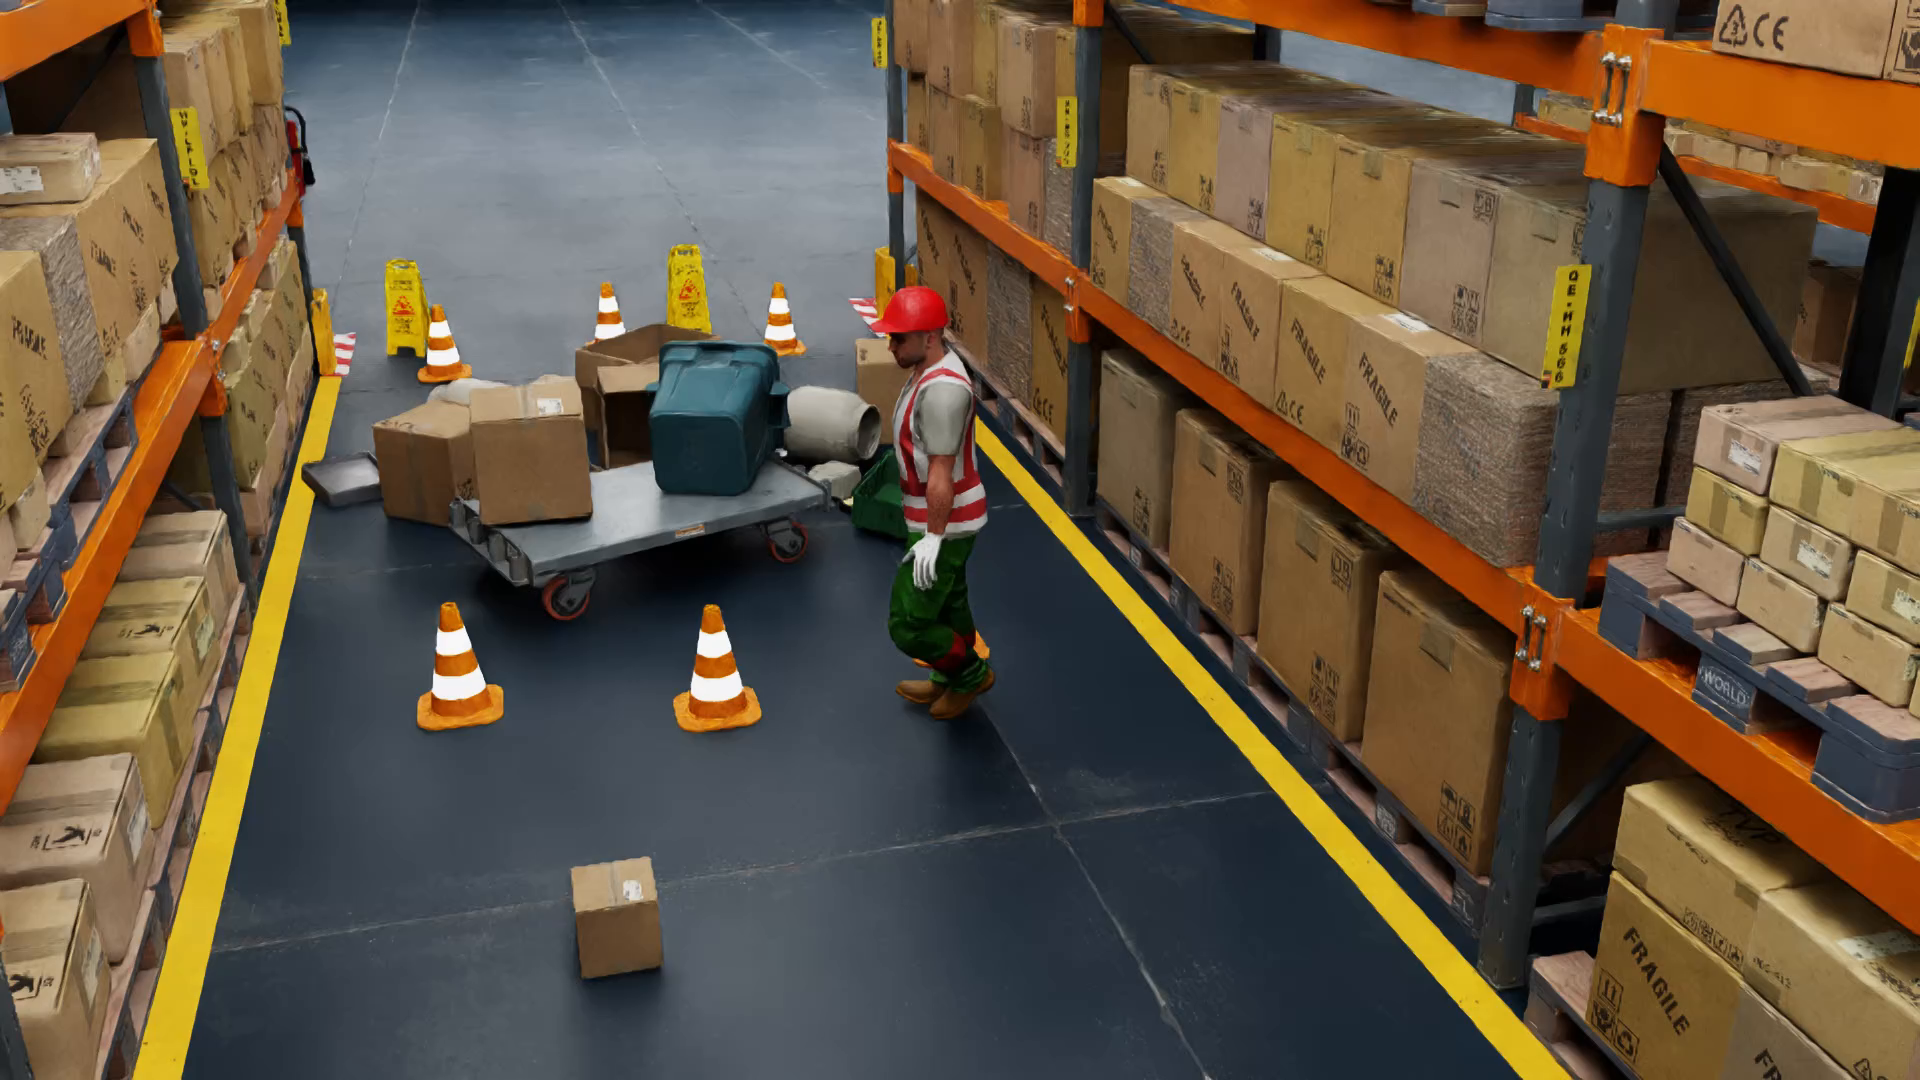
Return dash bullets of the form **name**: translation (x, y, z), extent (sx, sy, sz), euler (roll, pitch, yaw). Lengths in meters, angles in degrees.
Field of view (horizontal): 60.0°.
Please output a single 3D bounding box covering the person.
- **person**: translation (-0.089, -0.077, 6.181), extent (0.459, 1.770, 0.671), euler (-3, 23, -6)
